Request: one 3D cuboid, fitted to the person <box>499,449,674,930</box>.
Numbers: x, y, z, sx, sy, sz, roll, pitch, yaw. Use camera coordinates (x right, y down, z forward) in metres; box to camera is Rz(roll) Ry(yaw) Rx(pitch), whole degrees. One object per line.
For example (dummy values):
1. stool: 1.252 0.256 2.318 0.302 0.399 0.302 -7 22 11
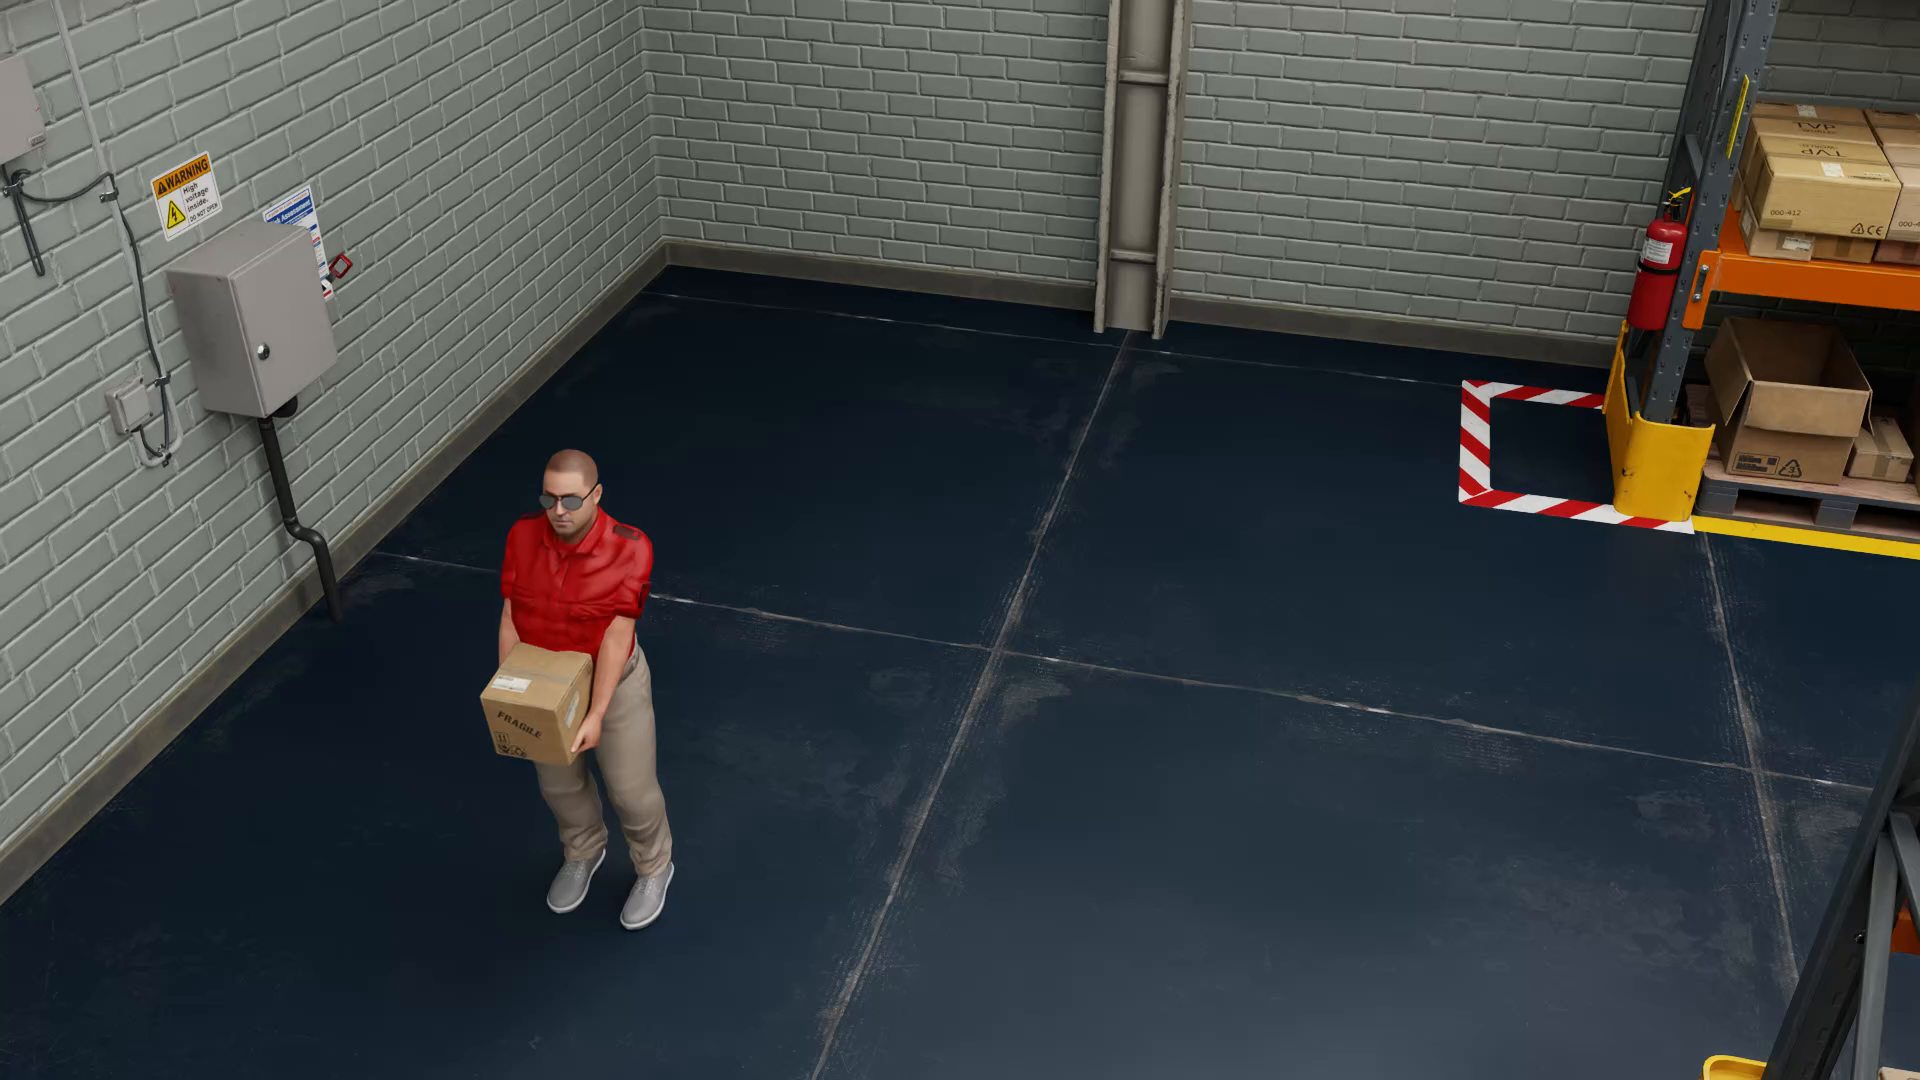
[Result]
1. person: -1.217 0.538 5.323 0.490 1.722 0.540 8 34 13
